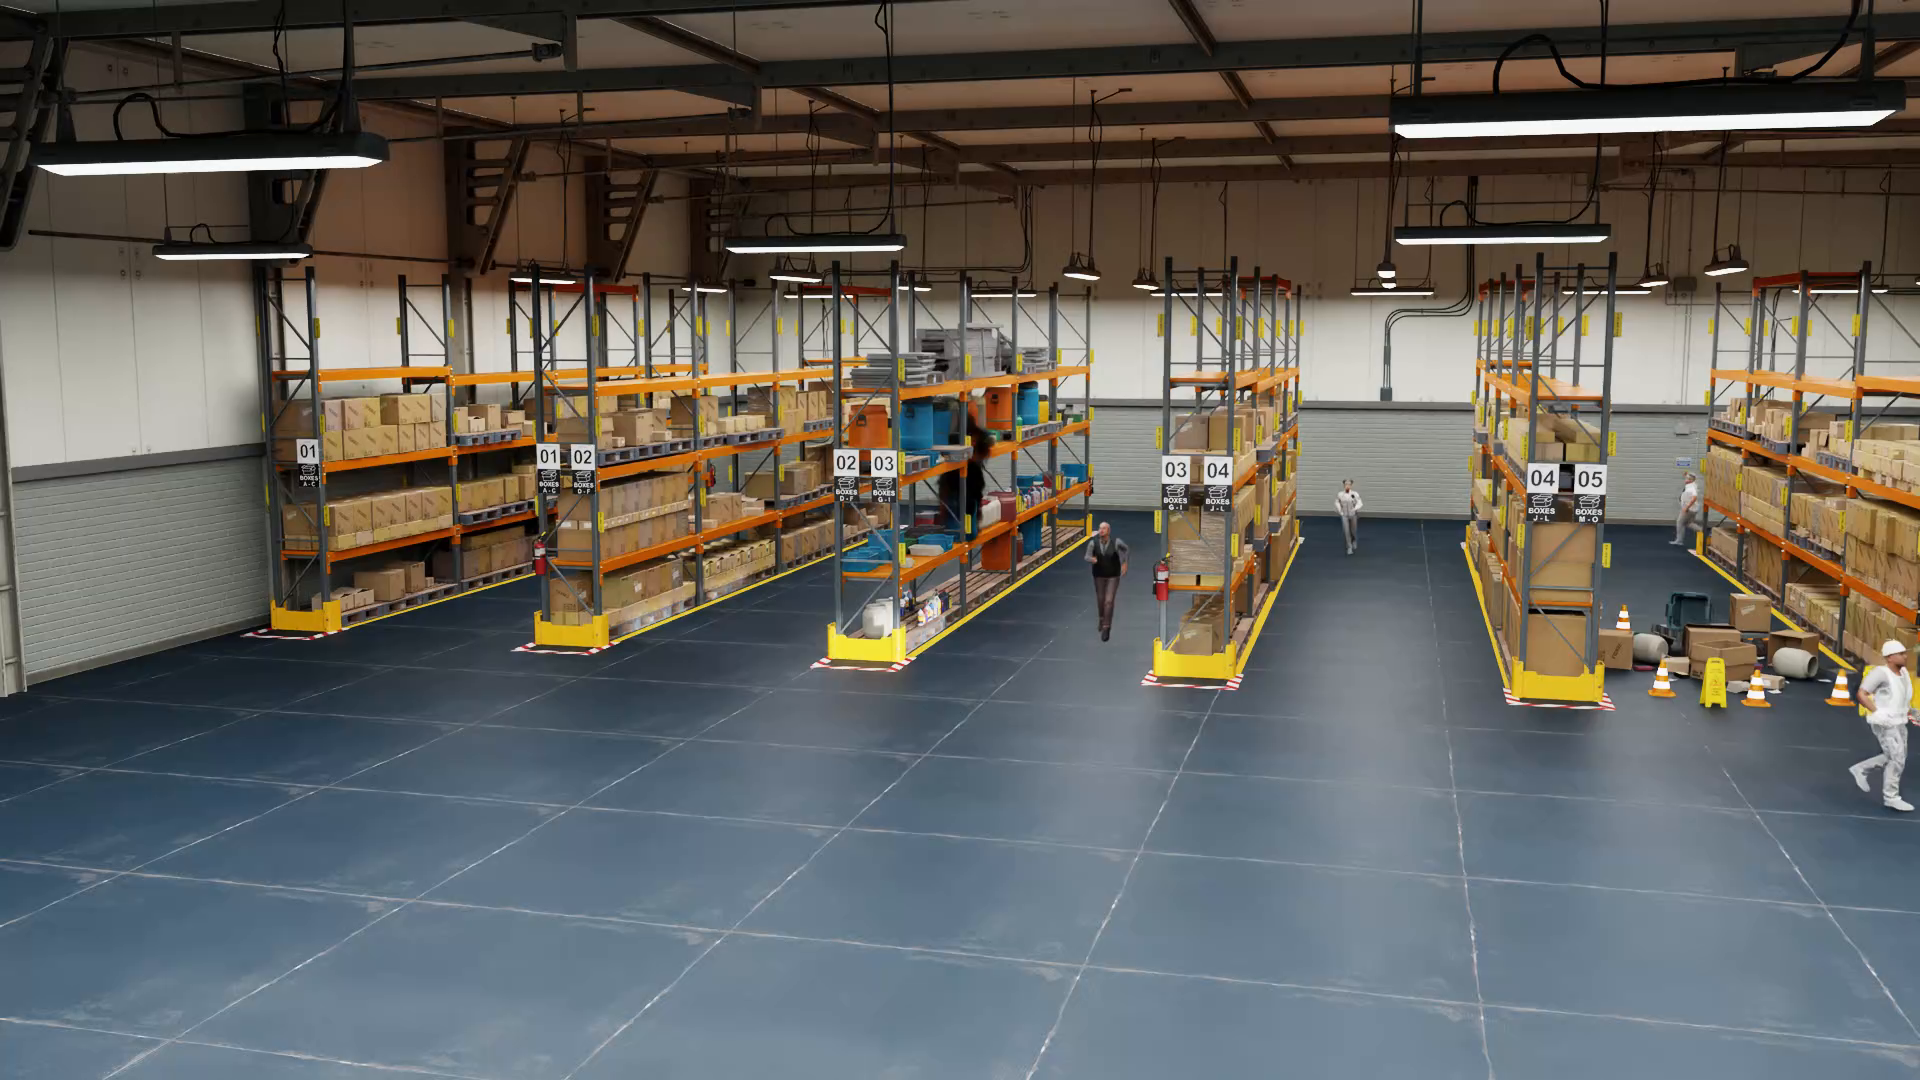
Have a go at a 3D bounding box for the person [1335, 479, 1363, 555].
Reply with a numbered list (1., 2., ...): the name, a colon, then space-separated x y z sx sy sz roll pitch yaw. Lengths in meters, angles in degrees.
1. person: 8.705 -0.544 37.282 0.613 1.681 0.750 2 7 15

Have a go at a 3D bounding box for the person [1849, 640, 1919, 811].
1. person: 9.726 1.917 17.502 0.708 1.756 0.749 -5 9 -33

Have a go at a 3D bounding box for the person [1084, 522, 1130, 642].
1. person: 2.260 0.614 25.664 0.663 1.794 0.854 3 8 19

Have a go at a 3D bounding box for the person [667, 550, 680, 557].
1. person: -6.087 -0.276 35.080 0.560 1.660 0.599 1 7 5

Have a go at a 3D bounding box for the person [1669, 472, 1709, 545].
1. person: 16.773 -0.713 38.232 0.853 1.734 0.733 4 8 29
